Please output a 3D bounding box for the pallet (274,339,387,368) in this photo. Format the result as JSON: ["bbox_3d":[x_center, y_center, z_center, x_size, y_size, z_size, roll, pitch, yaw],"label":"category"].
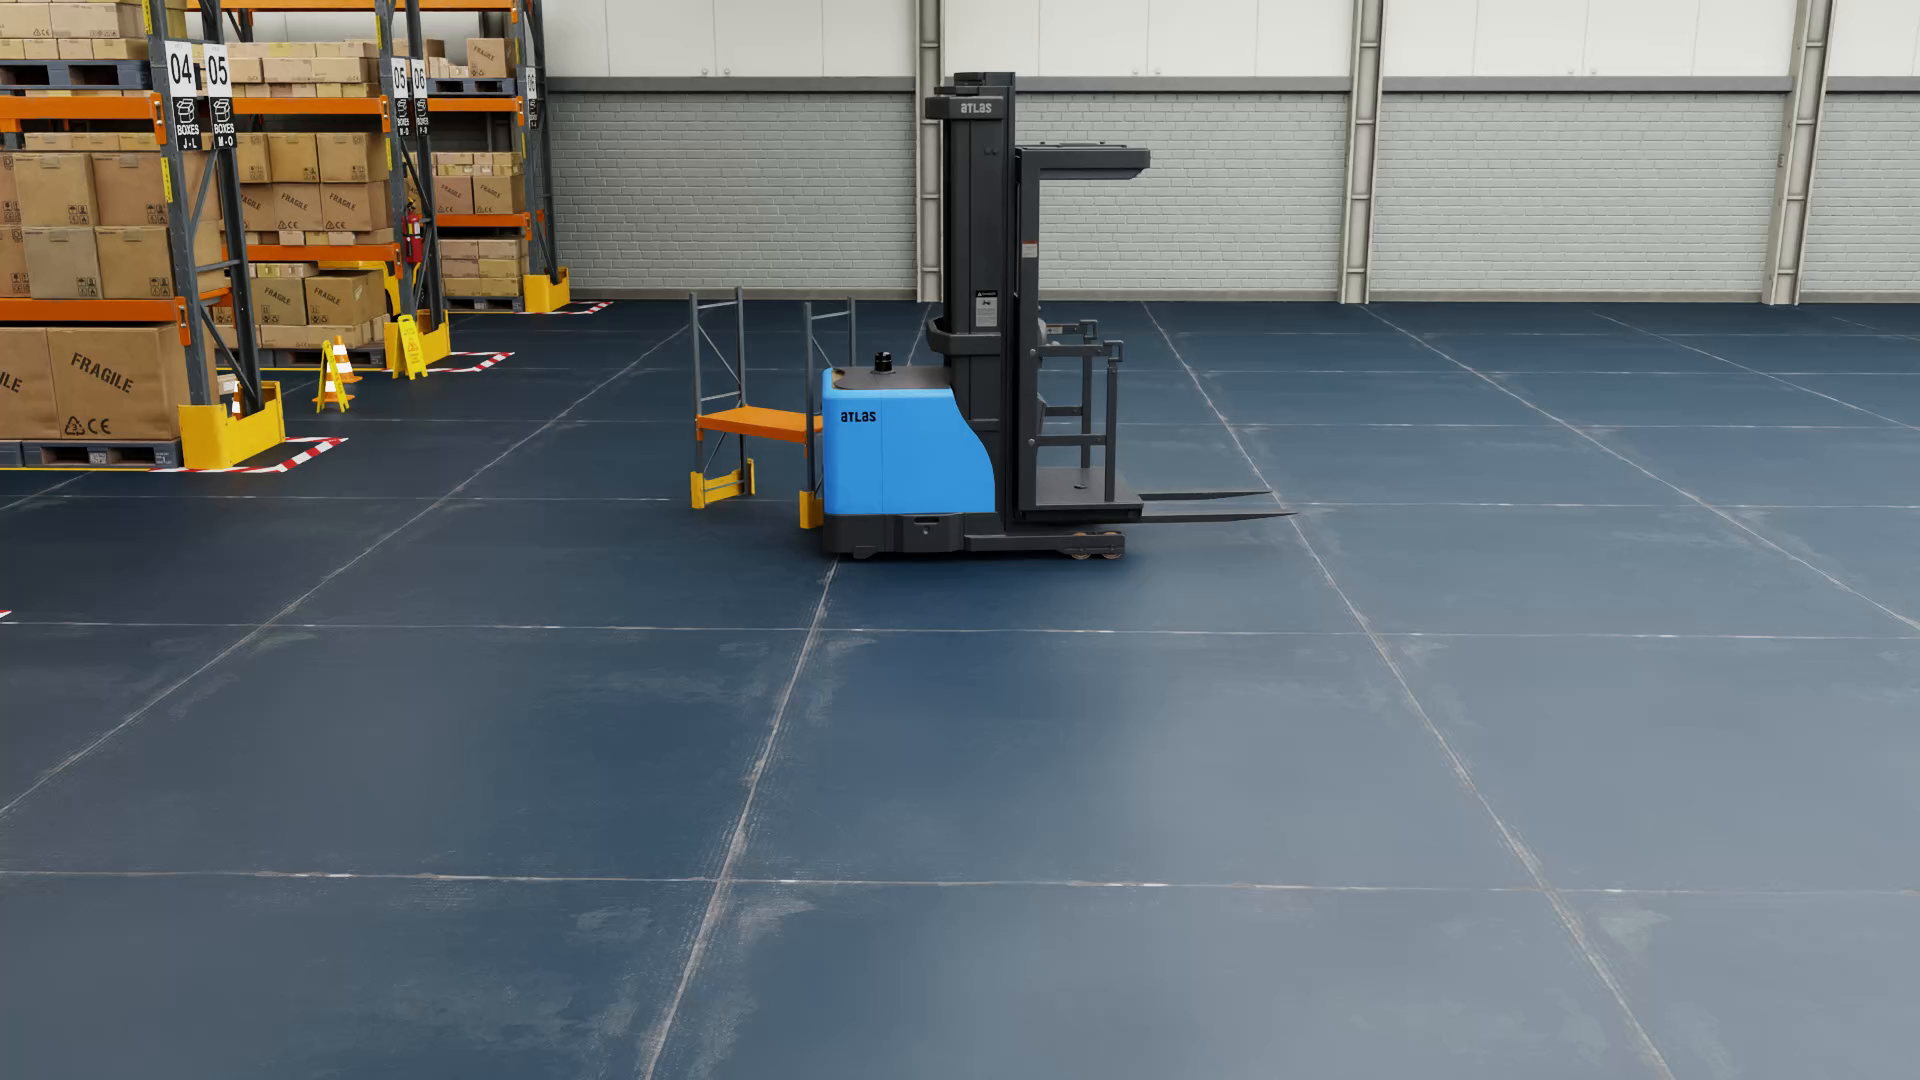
[{"bbox_3d":[-6.747,-2.077,18.300,1.213,0.211,1.003,0,15,1],"label":"pallet"}]

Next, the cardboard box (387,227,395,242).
[{"bbox_3d":[-6.194,-3.344,18.128,0.250,0.149,0.380,0,15,2],"label":"cardboard box"}]

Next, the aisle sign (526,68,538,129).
[{"bbox_3d":[-5.679,-5.858,22.069,0.004,0.787,0.394,0,15,1],"label":"aisle sign"}]

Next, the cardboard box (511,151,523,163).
[{"bbox_3d":[-6.067,-5.239,22.767,0.250,0.149,0.380,0,15,0],"label":"cardboard box"}]

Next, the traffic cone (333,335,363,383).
[{"bbox_3d":[-6.323,-1.858,16.975,0.334,0.463,0.336,0,15,1],"label":"traffic cone"}]

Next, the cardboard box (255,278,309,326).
[{"bbox_3d":[-7.189,-2.588,17.867,0.500,0.500,0.500,1,15,4],"label":"cardboard box"}]

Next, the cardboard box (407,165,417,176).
[{"bbox_3d":[-7.374,-4.972,22.336,0.250,0.149,0.380,0,15,2],"label":"cardboard box"}]

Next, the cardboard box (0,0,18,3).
[{"bbox_3d":[-6.995,-4.034,12.281,0.250,0.149,0.380,1,15,2],"label":"cardboard box"}]

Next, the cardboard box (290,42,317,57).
[{"bbox_3d":[-6.718,-5.061,17.190,0.250,0.149,0.380,0,15,1],"label":"cardboard box"}]

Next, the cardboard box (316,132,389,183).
[{"bbox_3d":[-6.376,-4.034,17.511,0.500,0.500,0.700,0,15,0],"label":"cardboard box"}]

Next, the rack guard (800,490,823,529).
[{"bbox_3d":[-0.877,-0.260,11.337,0.087,0.250,0.587,10,18,34],"label":"rack guard"}]

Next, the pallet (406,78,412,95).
[{"bbox_3d":[-7.666,-6.103,22.384,1.213,0.211,1.003,0,15,1],"label":"pallet"}]

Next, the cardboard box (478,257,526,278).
[{"bbox_3d":[-6.231,-3.715,22.629,0.500,0.250,0.500,0,15,1],"label":"cardboard box"}]

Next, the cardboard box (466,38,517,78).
[{"bbox_3d":[-6.185,-6.367,21.999,0.500,0.500,0.500,1,15,3],"label":"cardboard box"}]

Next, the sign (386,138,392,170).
[{"bbox_3d":[-5.894,-3.982,17.164,0.005,0.325,0.100,0,15,1],"label":"sign"}]

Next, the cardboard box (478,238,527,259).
[{"bbox_3d":[-6.205,-3.957,22.565,0.500,0.250,0.500,1,15,3],"label":"cardboard box"}]

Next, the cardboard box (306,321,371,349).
[{"bbox_3d":[-6.699,-2.221,17.945,0.500,0.250,0.500,0,15,1],"label":"cardboard box"}]

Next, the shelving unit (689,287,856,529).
[{"bbox_3d":[-1.285,-0.938,11.454,1.083,1.500,0.587,10,18,34],"label":"shelving unit"}]

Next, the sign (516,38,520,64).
[{"bbox_3d":[-5.765,-6.379,21.676,0.005,0.325,0.100,0,15,1],"label":"sign"}]

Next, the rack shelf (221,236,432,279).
[{"bbox_3d":[-7.859,-3.076,18.029,4.000,0.370,1.077,0,15,1],"label":"rack shelf"}]

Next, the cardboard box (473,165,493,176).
[{"bbox_3d":[-6.347,-4.963,22.306,0.250,0.149,0.380,1,15,2],"label":"cardboard box"}]

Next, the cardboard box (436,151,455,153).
[{"bbox_3d":[-7.103,-5.248,22.802,0.250,0.149,0.380,1,15,3],"label":"cardboard box"}]

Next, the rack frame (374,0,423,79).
[{"bbox_3d":[-5.860,-6.311,17.122,0.127,3.000,1.000,0,15,1],"label":"rack frame"}]

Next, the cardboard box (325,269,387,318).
[{"bbox_3d":[-6.683,-2.723,18.377,0.500,0.500,0.500,0,15,0],"label":"cardboard box"}]

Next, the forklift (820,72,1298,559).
[{"bbox_3d":[0.626,-1.430,10.513,3.031,2.935,1.130,-1,15,-4],"label":"forklift"}]

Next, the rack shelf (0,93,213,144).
[{"bbox_3d":[-7.885,-3.263,12.859,4.000,0.370,1.077,0,15,1],"label":"rack shelf"}]

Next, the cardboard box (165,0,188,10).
[{"bbox_3d":[-6.211,-4.197,12.898,0.250,0.149,0.380,1,15,2],"label":"cardboard box"}]

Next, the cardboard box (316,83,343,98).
[{"bbox_3d":[-6.473,-4.664,17.250,0.250,0.149,0.380,0,15,2],"label":"cardboard box"}]

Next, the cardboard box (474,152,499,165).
[{"bbox_3d":[-6.348,-5.125,22.333,0.250,0.149,0.380,0,15,2],"label":"cardboard box"}]

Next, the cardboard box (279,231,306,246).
[{"bbox_3d":[-7.009,-3.212,17.625,0.250,0.149,0.380,1,15,2],"label":"cardboard box"}]

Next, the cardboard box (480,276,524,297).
[{"bbox_3d":[-6.215,-3.473,22.689,0.500,0.250,0.500,0,15,2],"label":"cardboard box"}]

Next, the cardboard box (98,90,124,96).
[{"bbox_3d":[-8.793,-4.700,17.387,0.250,0.149,0.380,1,15,3],"label":"cardboard box"}]

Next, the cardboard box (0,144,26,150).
[{"bbox_3d":[-10.320,-4.239,18.153,0.250,0.149,0.380,0,15,1],"label":"cardboard box"}]

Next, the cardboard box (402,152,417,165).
[{"bbox_3d":[-7.379,-5.114,22.292,0.250,0.149,0.380,1,15,3],"label":"cardboard box"}]

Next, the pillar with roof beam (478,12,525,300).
[{"bbox_3d":[-6.520,-6.714,18.648,0.400,9.000,9.100,0,15,1],"label":"pillar with roof beam"}]

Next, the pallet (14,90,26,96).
[{"bbox_3d":[-10.473,-4.828,17.746,1.003,0.211,1.213,0,15,1],"label":"pallet"}]

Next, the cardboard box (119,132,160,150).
[{"bbox_3d":[-8.413,-4.035,17.515,0.500,0.500,0.700,0,15,0],"label":"cardboard box"}]

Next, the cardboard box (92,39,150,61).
[{"bbox_3d":[-6.226,-3.644,12.364,0.250,0.149,0.380,0,15,1],"label":"cardboard box"}]

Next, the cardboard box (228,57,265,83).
[{"bbox_3d":[-7.400,-4.873,17.260,0.500,0.250,0.500,1,15,3],"label":"cardboard box"}]

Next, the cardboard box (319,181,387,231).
[{"bbox_3d":[-6.409,-3.536,17.584,0.500,0.500,0.500,0,15,0],"label":"cardboard box"}]

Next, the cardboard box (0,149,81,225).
[{"bbox_3d":[-7.364,-2.773,13.060,0.550,0.550,0.875,0,15,1],"label":"cardboard box"}]

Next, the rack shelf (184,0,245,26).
[{"bbox_3d":[-11.735,-7.075,22.211,4.000,0.370,1.077,0,15,1],"label":"rack shelf"}]

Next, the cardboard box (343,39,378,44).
[{"bbox_3d":[-7.791,-6.415,22.172,0.637,0.503,0.797,1,15,3],"label":"cardboard box"}]

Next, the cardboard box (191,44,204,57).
[{"bbox_3d":[-7.739,-5.054,17.164,0.250,0.149,0.380,1,15,3],"label":"cardboard box"}]

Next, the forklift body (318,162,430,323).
[{"bbox_3d":[-7.679,-3.813,21.077,1.214,2.155,2.313,0,15,1],"label":"forklift body"}]

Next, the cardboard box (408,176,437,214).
[{"bbox_3d":[-7.266,-4.670,22.465,0.500,0.500,0.500,0,15,0],"label":"cardboard box"}]

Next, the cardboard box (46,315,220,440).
[{"bbox_3d":[-6.565,-1.311,13.271,0.875,0.875,0.875,0,15,2],"label":"cardboard box"}]

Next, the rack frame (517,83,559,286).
[{"bbox_3d":[-5.737,-4.677,22.686,0.127,3.000,1.000,0,15,1],"label":"rack frame"}]

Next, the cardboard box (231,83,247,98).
[{"bbox_3d":[-7.503,-4.686,17.334,0.250,0.149,0.380,0,15,0],"label":"cardboard box"}]
